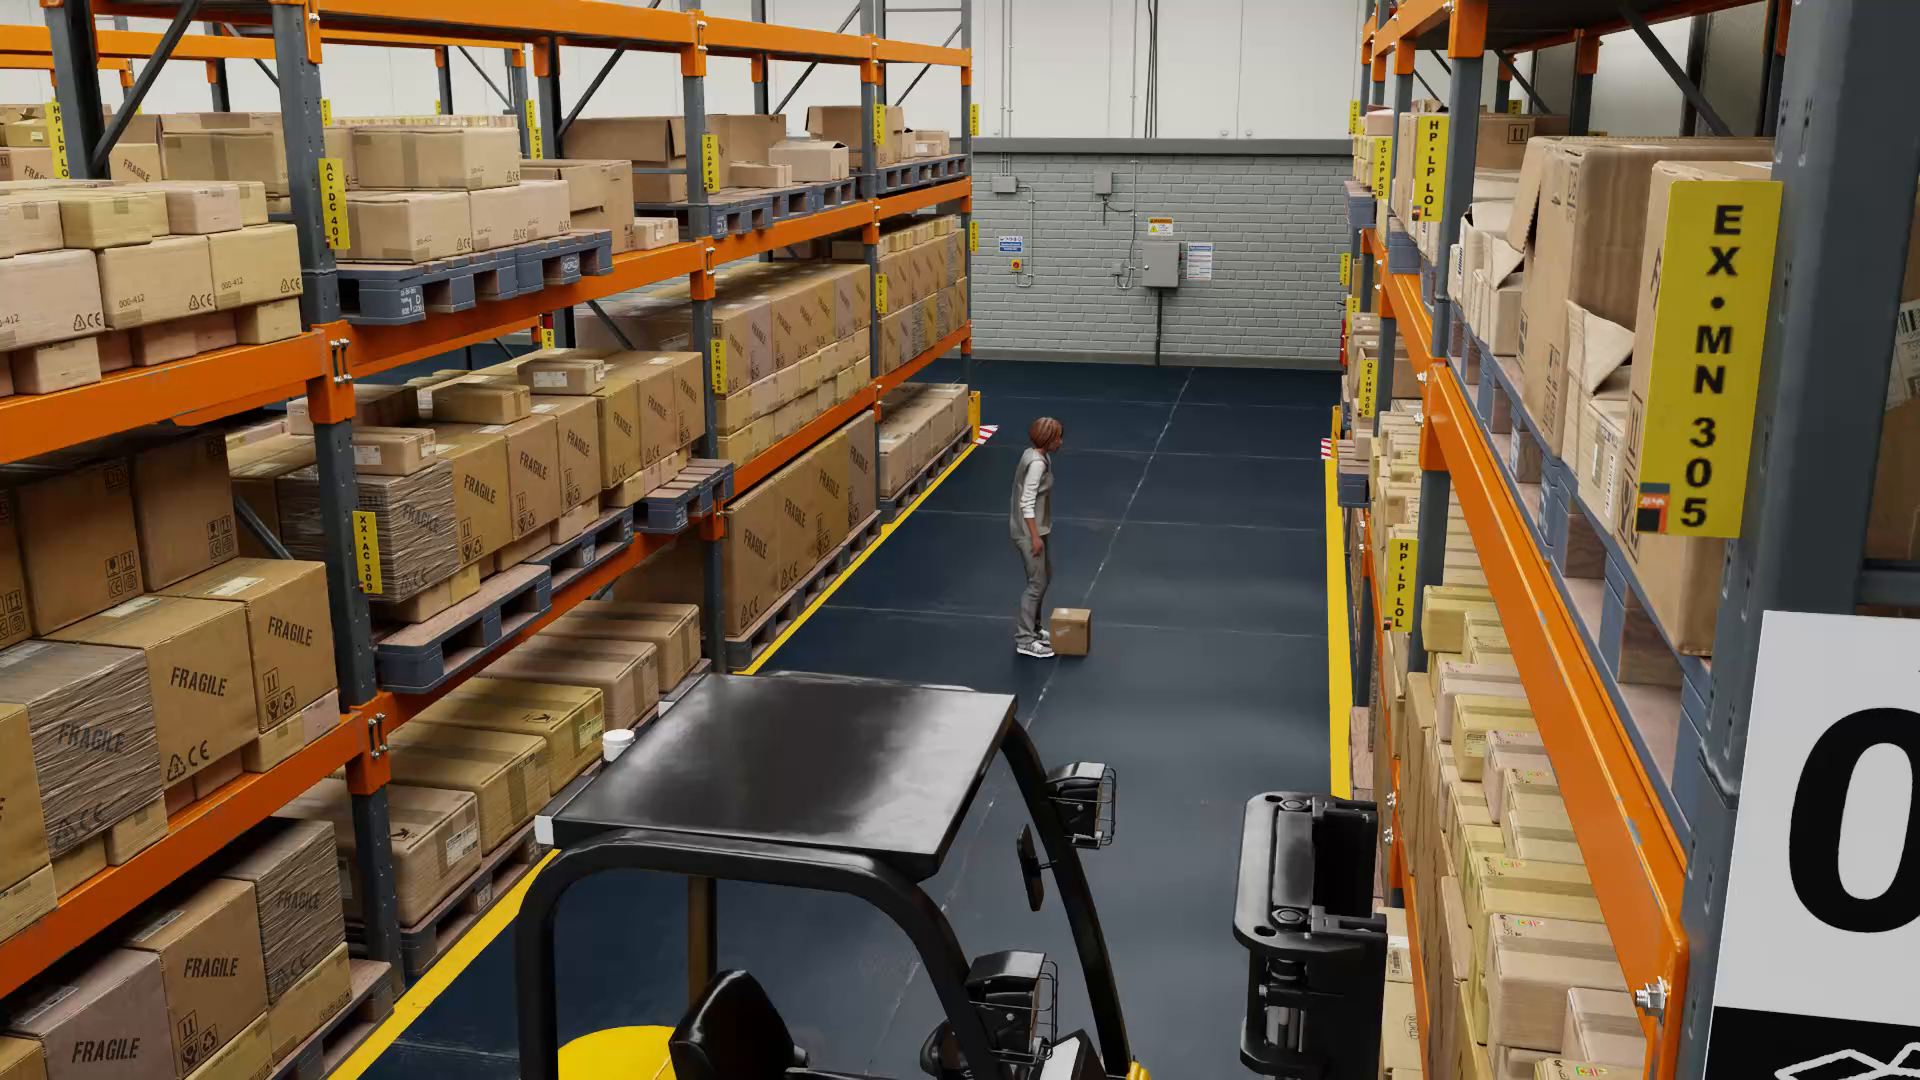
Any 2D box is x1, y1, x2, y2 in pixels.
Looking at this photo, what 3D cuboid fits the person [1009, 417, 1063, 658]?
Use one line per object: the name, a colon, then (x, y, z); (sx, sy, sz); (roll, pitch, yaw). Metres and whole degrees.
person: (0.507, -0.035, 11.173); (0.347, 1.591, 0.475); (2, 15, 8)
